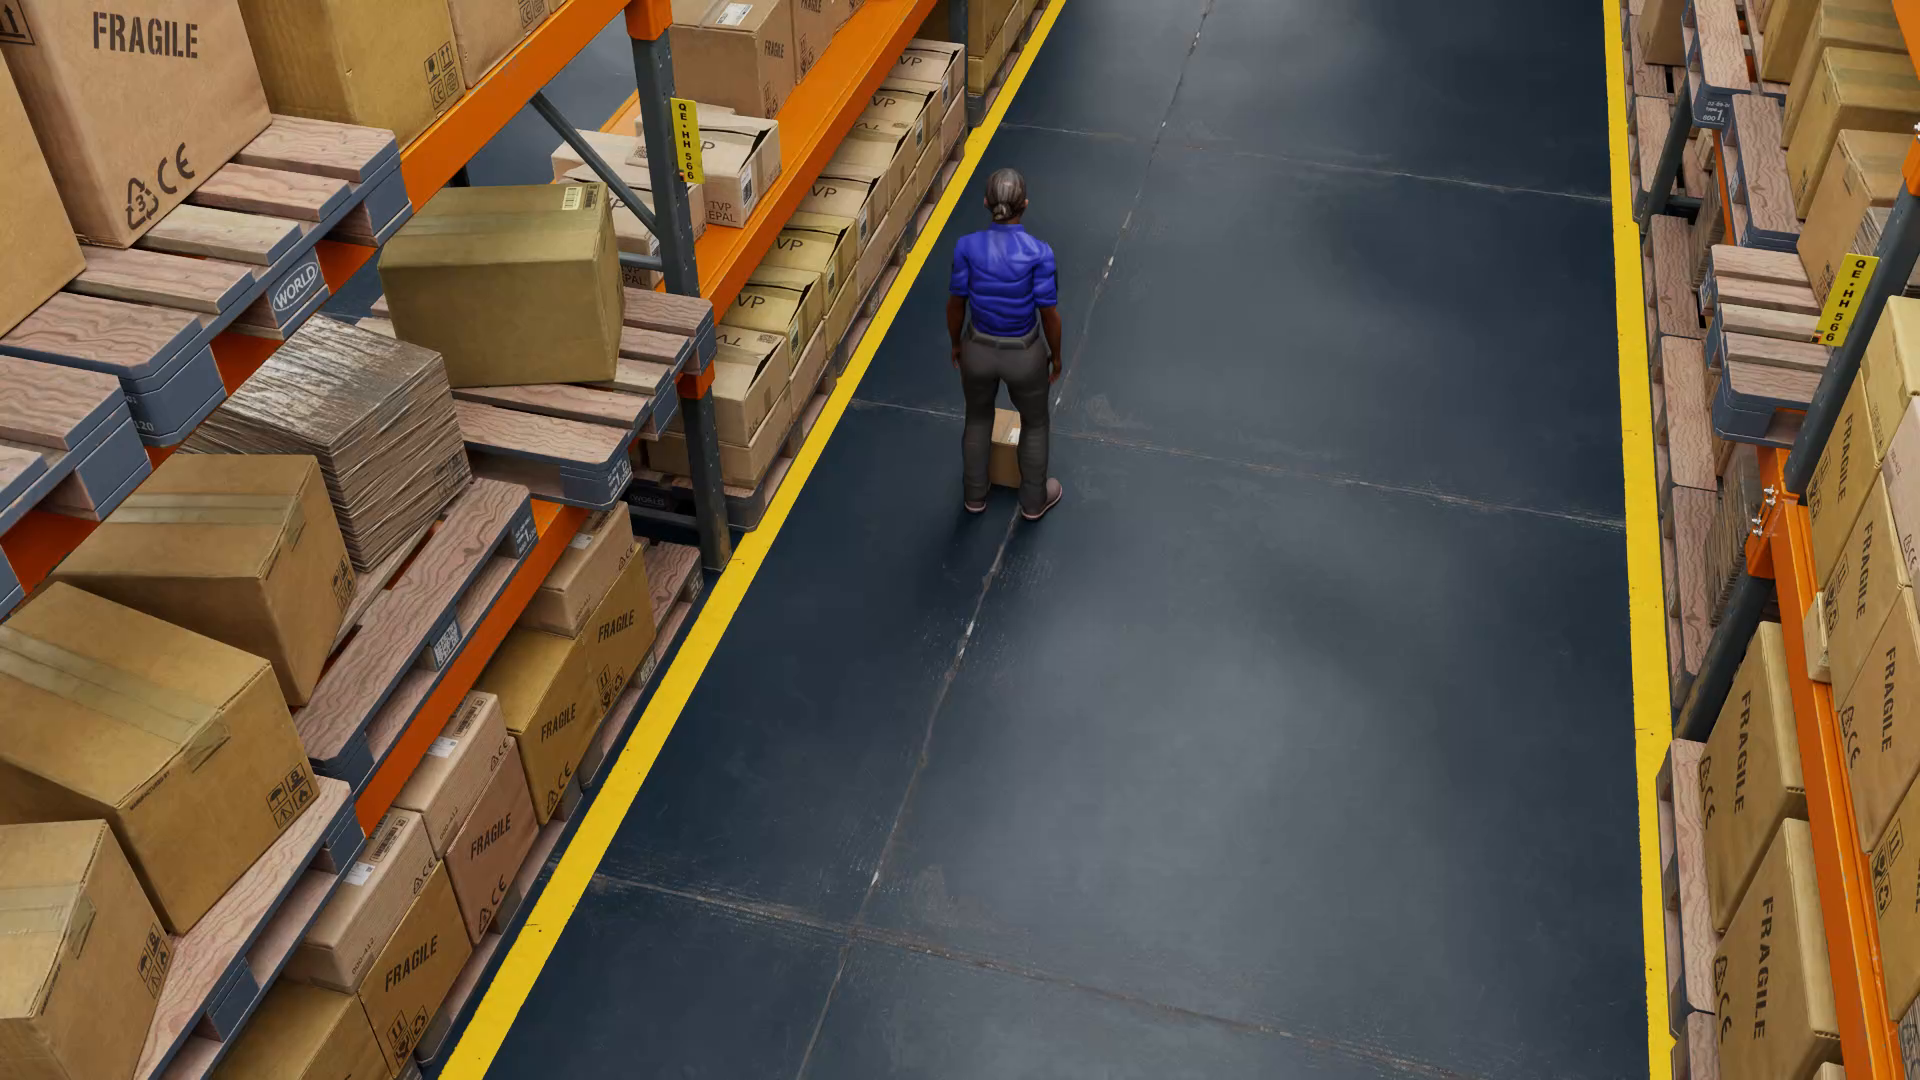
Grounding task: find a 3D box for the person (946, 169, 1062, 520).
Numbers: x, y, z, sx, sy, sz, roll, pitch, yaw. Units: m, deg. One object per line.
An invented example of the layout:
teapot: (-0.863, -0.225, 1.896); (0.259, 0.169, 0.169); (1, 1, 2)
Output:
person: (0.197, -0.796, 7.069); (0.506, 1.654, 0.350); (9, 42, 10)
